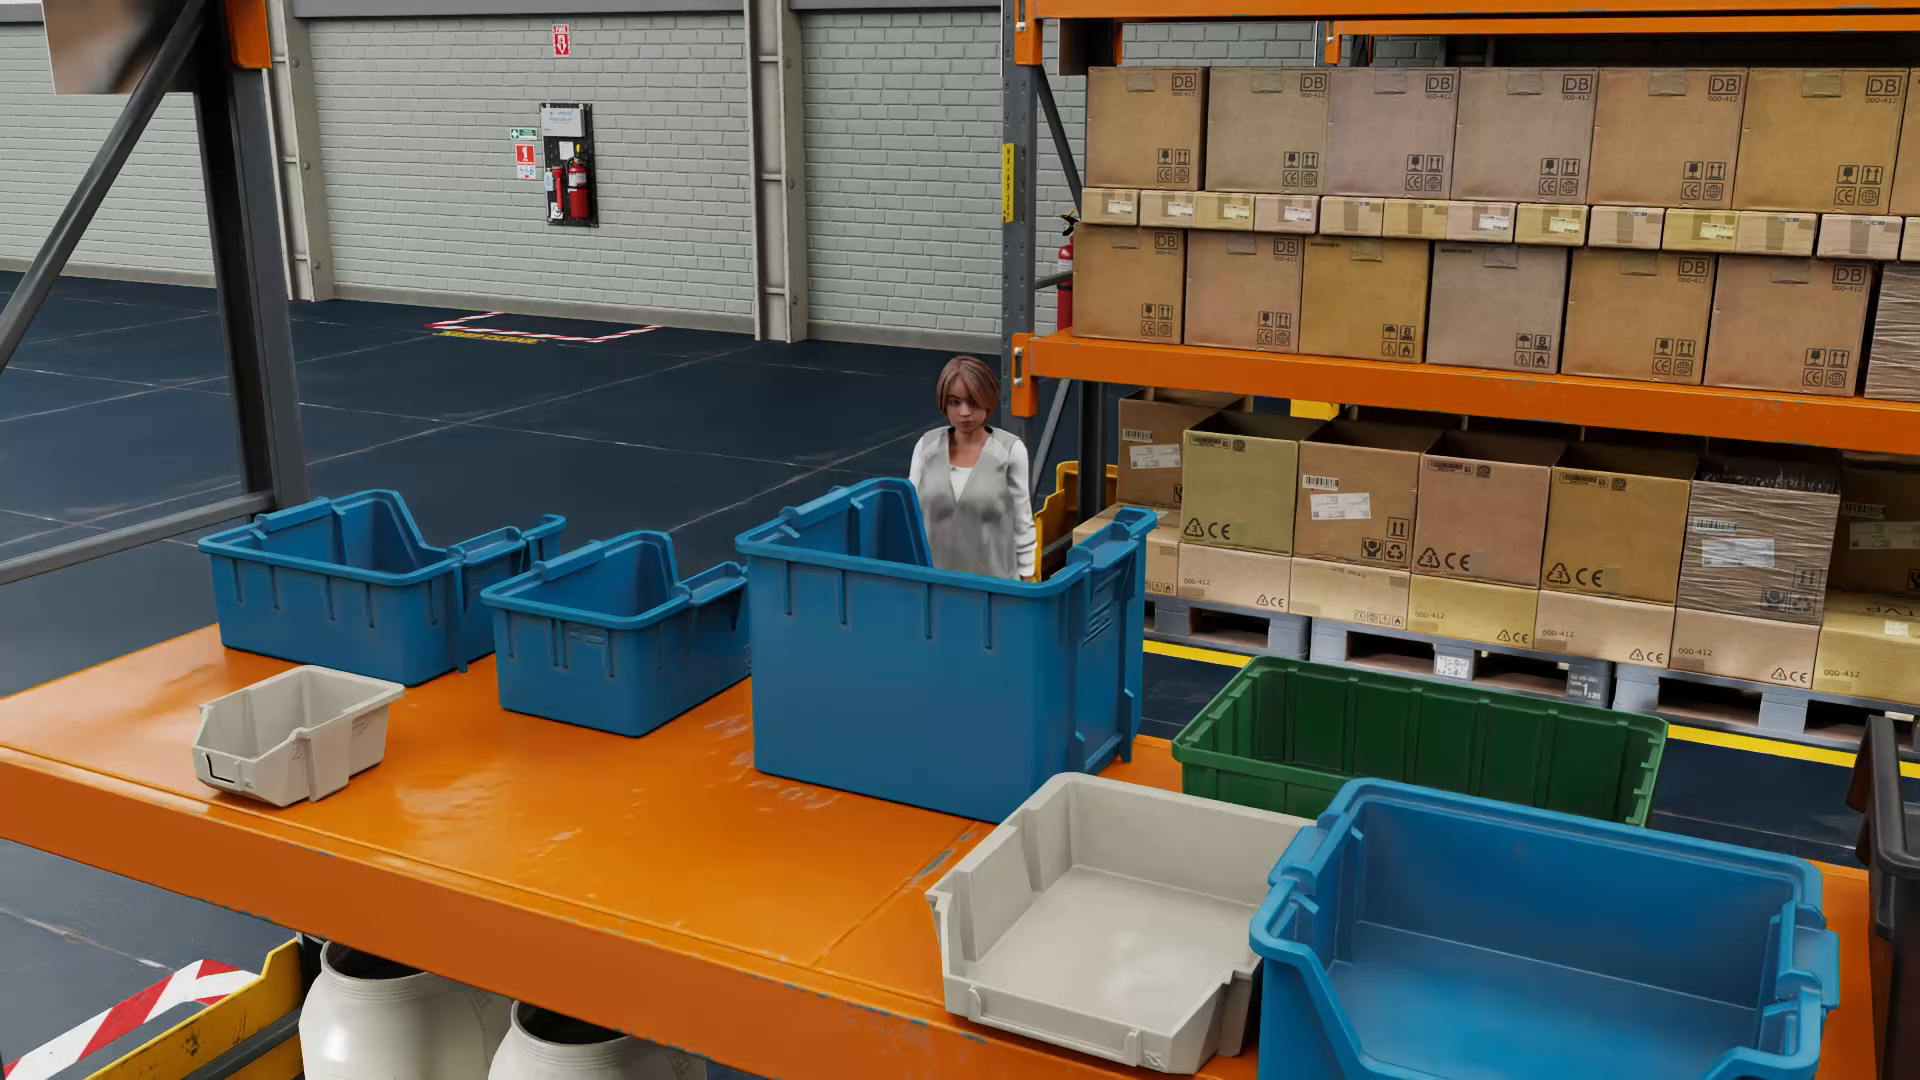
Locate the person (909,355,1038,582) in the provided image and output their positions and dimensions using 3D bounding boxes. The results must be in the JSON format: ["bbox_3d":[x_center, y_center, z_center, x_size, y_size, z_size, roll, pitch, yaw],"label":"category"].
[{"bbox_3d":[0.004,0.245,5.190,0.431,1.609,0.413,4,17,15],"label":"person"}]
